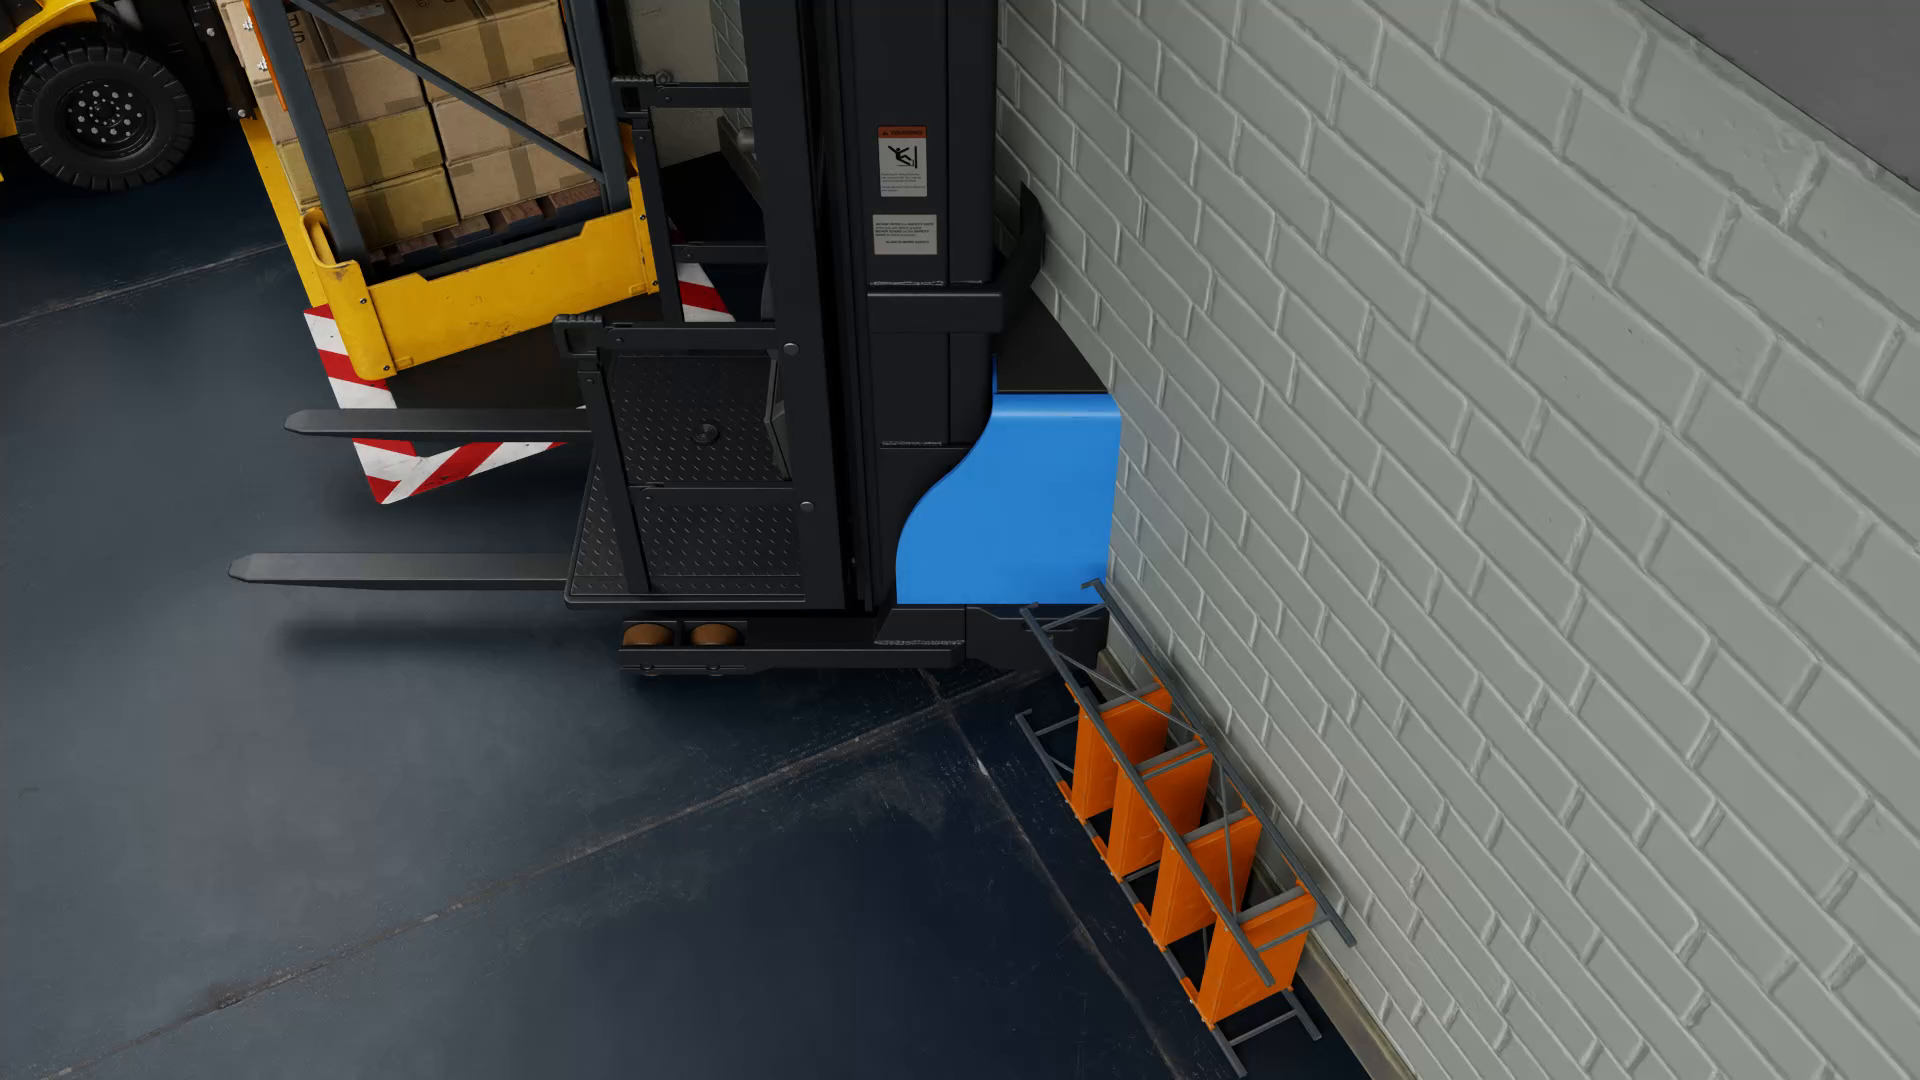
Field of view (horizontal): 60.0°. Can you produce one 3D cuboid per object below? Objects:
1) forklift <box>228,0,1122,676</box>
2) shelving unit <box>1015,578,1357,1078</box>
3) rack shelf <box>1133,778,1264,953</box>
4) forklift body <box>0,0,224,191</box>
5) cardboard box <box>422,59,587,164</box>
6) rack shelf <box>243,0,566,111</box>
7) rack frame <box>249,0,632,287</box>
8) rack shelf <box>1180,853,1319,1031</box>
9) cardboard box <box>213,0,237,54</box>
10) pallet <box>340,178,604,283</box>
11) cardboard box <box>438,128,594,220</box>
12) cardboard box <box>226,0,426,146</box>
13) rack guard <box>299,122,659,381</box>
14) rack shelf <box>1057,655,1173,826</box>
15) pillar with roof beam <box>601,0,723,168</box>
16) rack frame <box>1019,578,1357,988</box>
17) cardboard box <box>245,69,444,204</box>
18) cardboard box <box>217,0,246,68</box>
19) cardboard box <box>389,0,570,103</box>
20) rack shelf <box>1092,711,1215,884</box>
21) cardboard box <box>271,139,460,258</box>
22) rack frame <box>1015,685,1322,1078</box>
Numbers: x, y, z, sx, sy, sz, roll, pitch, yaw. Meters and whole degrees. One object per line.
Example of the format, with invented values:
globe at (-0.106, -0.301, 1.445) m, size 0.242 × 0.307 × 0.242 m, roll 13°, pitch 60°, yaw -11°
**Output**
forklift at (-0.630, -0.965, 4.147) m, size 3.031 × 2.935 × 1.130 m, roll 0°, pitch 49°, yaw 0°
shelving unit at (0.530, 0.712, 4.284) m, size 0.258 × 0.503 × 1.200 m, roll -20°, pitch 52°, yaw -17°
rack shelf at (0.599, 0.818, 4.192) m, size 0.258 × 0.480 × 0.148 m, roll -20°, pitch 52°, yaw -17°
forklift body at (-4.118, -2.213, 5.757) m, size 2.313 × 2.155 × 1.214 m, roll -21°, pitch 52°, yaw -18°
cardboard box at (-1.658, -1.635, 5.903) m, size 0.500 × 0.250 × 0.500 m, roll -20°, pitch 52°, yaw -17°
rack shelf at (-2.543, -2.953, 6.318) m, size 1.077 × 0.370 × 4.000 m, roll -21°, pitch 52°, yaw -18°
rack frame at (-1.628, -1.852, 4.877) m, size 1.000 × 3.000 × 0.127 m, roll -21°, pitch 52°, yaw -18°
rack shelf at (0.704, 0.978, 4.052) m, size 0.258 × 0.480 × 0.148 m, roll -20°, pitch 52°, yaw -17°
cardboard box at (-2.604, -2.145, 6.349) m, size 0.500 × 0.250 × 0.500 m, roll -22°, pitch 52°, yaw -18°
pallet at (-2.015, -1.431, 6.361) m, size 1.003 × 0.211 × 1.213 m, roll -21°, pitch 52°, yaw -18°
cardboard box at (-1.679, -1.481, 6.100) m, size 0.500 × 0.250 × 0.500 m, roll -21°, pitch 52°, yaw -17°
cardboard box at (-2.116, -1.614, 5.553) m, size 0.500 × 0.250 × 0.500 m, roll -20°, pitch 52°, yaw -16°
rack guard at (-1.617, -1.013, 5.803) m, size 1.175 × 0.500 × 0.348 m, roll -21°, pitch 52°, yaw -18°
rack shelf at (0.413, 0.533, 4.441) m, size 0.258 × 0.480 × 0.148 m, roll -20°, pitch 52°, yaw -17°
pillar with roof beam at (-4.973, -3.120, 2.001) m, size 9.100 × 9.000 × 0.400 m, roll -21°, pitch 52°, yaw -18°
rack frame at (0.530, 0.552, 4.100) m, size 0.240 × 0.015 × 1.200 m, roll -20°, pitch 52°, yaw -17°
cardboard box at (-2.129, -1.467, 5.756) m, size 0.500 × 0.250 × 0.500 m, roll -22°, pitch 52°, yaw -18°
cardboard box at (-2.355, -1.954, 5.850) m, size 0.500 × 0.250 × 0.500 m, roll -20°, pitch 52°, yaw -17°
cardboard box at (-1.680, -1.801, 5.716) m, size 0.500 × 0.250 × 0.500 m, roll -22°, pitch 52°, yaw -18°
rack shelf at (0.501, 0.667, 4.324) m, size 0.258 × 0.480 × 0.148 m, roll -20°, pitch 52°, yaw -17°
cardboard box at (-2.124, -1.290, 5.933) m, size 0.500 × 0.250 × 0.500 m, roll -21°, pitch 52°, yaw -17°
rack frame at (0.530, 0.873, 4.468) m, size 0.240 × 0.015 × 1.200 m, roll -20°, pitch 52°, yaw -17°
